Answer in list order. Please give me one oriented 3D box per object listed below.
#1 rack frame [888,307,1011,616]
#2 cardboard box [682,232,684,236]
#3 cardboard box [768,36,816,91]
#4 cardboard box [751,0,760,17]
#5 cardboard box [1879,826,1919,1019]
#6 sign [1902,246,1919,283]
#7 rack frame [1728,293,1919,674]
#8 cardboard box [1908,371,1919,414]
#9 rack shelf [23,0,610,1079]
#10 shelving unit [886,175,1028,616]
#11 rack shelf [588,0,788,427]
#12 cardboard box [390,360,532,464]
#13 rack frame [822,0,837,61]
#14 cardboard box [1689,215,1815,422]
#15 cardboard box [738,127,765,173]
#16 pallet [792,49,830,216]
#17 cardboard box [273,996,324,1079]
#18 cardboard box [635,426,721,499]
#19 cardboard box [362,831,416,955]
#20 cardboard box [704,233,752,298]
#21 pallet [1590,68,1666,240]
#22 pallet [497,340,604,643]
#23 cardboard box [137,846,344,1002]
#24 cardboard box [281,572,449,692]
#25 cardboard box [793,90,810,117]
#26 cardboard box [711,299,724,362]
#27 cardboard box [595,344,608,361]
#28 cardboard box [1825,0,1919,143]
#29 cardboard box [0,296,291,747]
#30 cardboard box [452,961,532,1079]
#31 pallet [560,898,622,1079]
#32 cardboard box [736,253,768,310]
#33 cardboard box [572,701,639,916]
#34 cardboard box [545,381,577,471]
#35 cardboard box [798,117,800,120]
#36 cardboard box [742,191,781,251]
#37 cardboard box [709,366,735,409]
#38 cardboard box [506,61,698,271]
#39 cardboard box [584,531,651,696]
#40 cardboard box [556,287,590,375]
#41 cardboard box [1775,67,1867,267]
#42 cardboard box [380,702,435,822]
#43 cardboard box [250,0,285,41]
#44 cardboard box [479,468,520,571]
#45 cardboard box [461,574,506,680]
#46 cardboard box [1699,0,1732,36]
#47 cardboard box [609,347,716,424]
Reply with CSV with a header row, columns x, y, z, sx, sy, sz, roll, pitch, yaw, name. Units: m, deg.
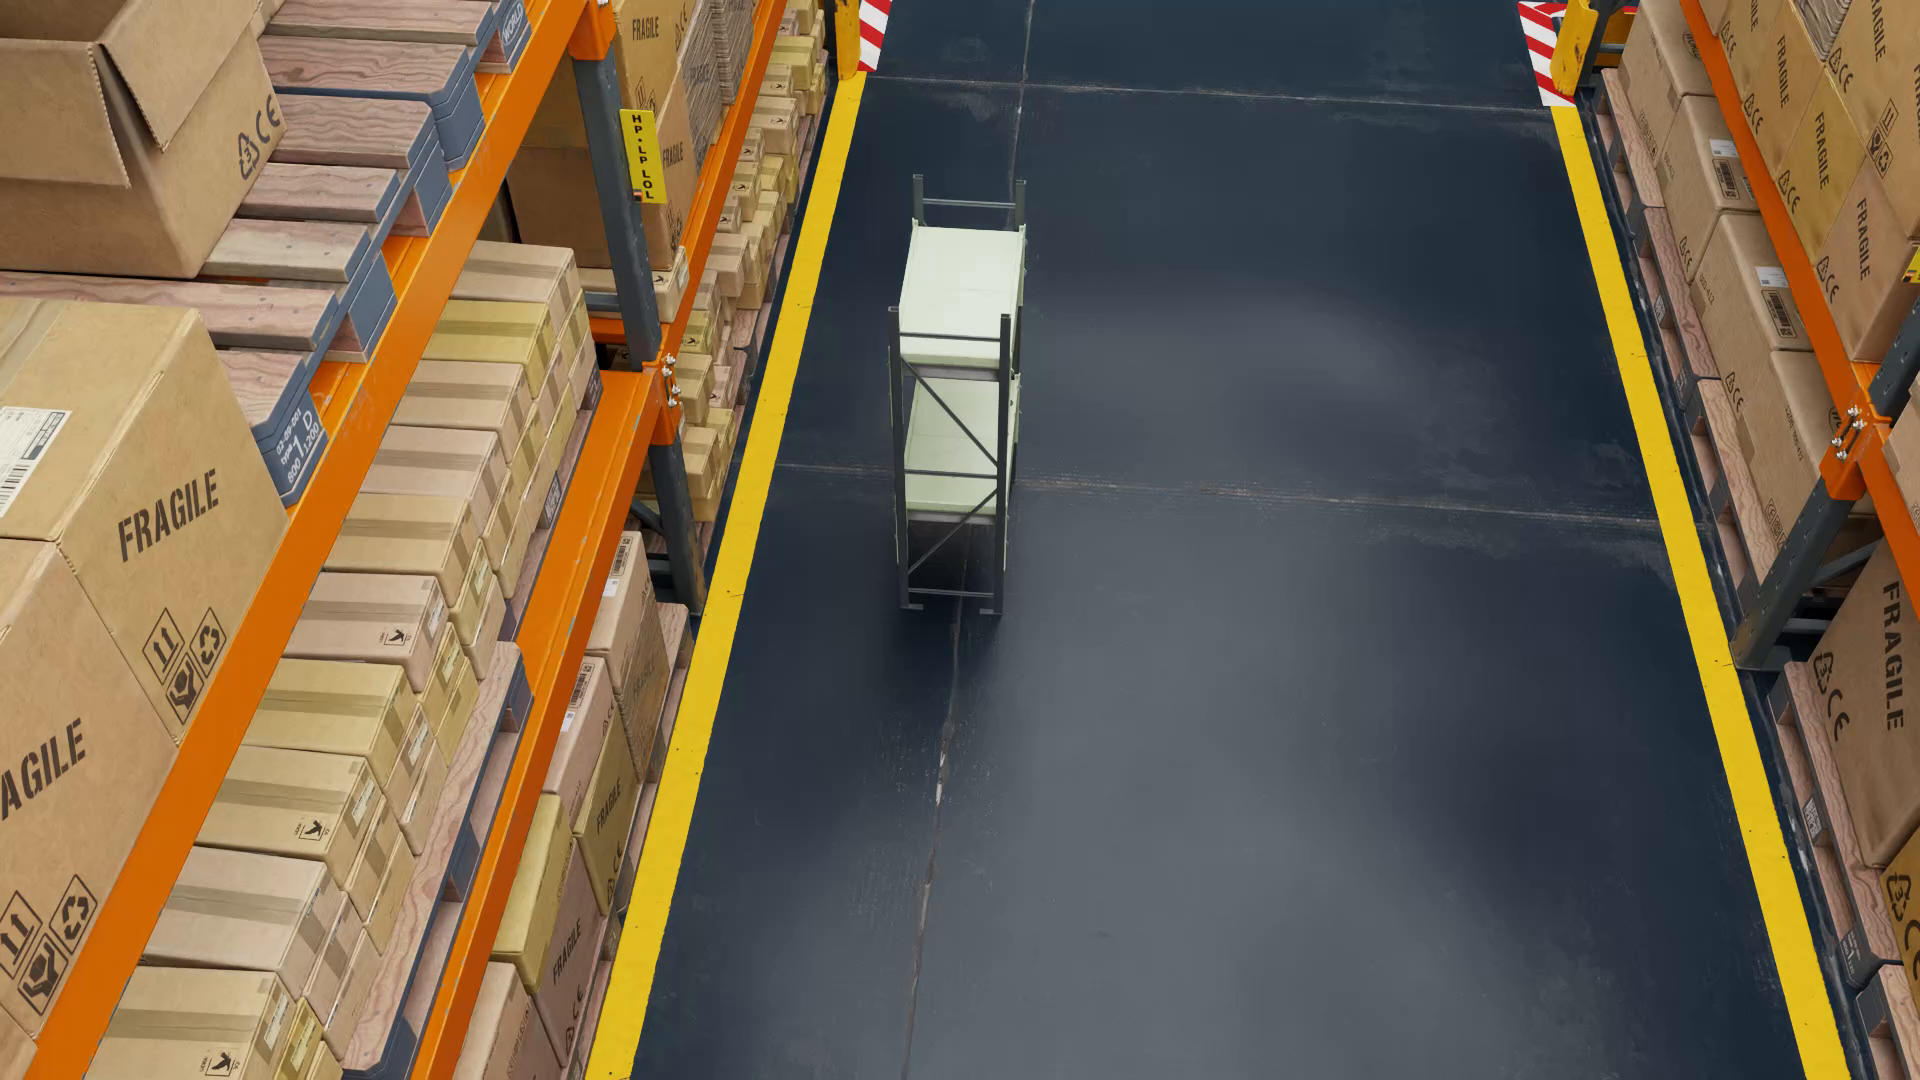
x,y,z,sx,sy,sz,roll,pitch,yaw,name
-0.034,-0.232,5.946,0.400,1.500,0.023,4,48,4,rack frame
-1.198,-1.085,5.880,0.380,0.149,0.250,5,48,5,cardboard box
-0.908,-2.323,8.086,0.380,0.149,0.250,3,48,3,cardboard box
-1.064,-2.398,6.641,0.500,0.500,0.500,6,48,5,cardboard box
3.388,1.170,4.802,0.875,0.875,0.875,5,48,5,cardboard box
2.886,-0.886,4.887,0.100,0.325,0.005,4,48,4,sign
3.439,-0.531,5.203,1.000,3.000,0.127,4,48,4,rack frame
3.118,-0.344,4.795,0.500,0.250,0.500,3,48,2,cardboard box
-1.682,-0.089,3.253,1.077,0.370,4.000,4,48,4,rack shelf
-0.001,-0.501,6.192,0.431,1.500,0.755,4,48,4,shelving unit
-1.317,-2.016,7.049,1.077,0.370,4.000,4,48,4,rack shelf
-1.391,-0.352,4.521,0.380,0.149,0.250,2,48,2,cardboard box
-1.135,-3.729,8.127,1.000,3.000,0.127,4,48,4,rack frame
3.684,-0.920,7.010,0.875,0.438,0.875,3,48,2,cardboard box
-1.098,-1.750,7.562,0.380,0.149,0.250,2,48,2,cardboard box
-1.251,-2.137,8.561,1.003,0.211,1.213,4,48,4,pallet
-1.554,1.070,3.423,0.380,0.149,0.250,4,48,4,cardboard box
-1.148,-0.314,6.450,0.380,0.149,0.250,6,48,5,cardboard box
-1.503,0.804,3.868,0.380,0.149,0.250,4,48,4,cardboard box
-1.098,-1.171,7.033,0.380,0.149,0.250,5,48,4,cardboard box
3.809,-1.936,8.378,1.003,0.211,1.213,4,48,4,pallet
-1.714,-0.173,5.005,1.003,0.211,1.213,4,48,4,pallet
-1.533,0.795,3.473,0.380,0.149,0.250,6,48,5,cardboard box
-1.461,0.219,4.000,0.380,0.149,0.250,2,48,2,cardboard box
-0.944,-2.220,8.193,0.380,0.149,0.250,2,48,2,cardboard box
-1.200,-0.886,6.973,0.380,0.149,0.250,2,48,2,cardboard box
-1.648,-0.897,6.984,0.380,0.149,0.250,4,48,4,cardboard box
3.262,-1.639,5.471,0.500,0.500,0.500,3,48,3,cardboard box
-1.468,-0.033,2.647,0.500,0.500,0.500,4,48,4,cardboard box
-1.456,1.373,4.363,0.500,0.250,0.500,4,48,4,cardboard box
-1.678,1.623,5.122,1.003,0.211,1.213,4,48,4,pallet
-1.068,-1.171,7.436,0.380,0.149,0.250,3,48,2,cardboard box
-1.363,0.850,5.349,0.500,0.500,0.500,3,48,3,cardboard box
-1.361,-0.350,4.923,0.380,0.149,0.250,4,48,4,cardboard box
-1.008,-2.123,8.307,0.380,0.149,0.250,4,48,3,cardboard box
-1.018,-1.447,7.486,0.380,0.149,0.250,4,48,4,cardboard box
-1.151,-0.596,6.910,0.380,0.149,0.250,4,48,3,cardboard box
-1.203,-1.270,5.610,0.500,0.500,0.500,3,48,3,cardboard box
-1.316,0.224,5.414,0.500,0.250,0.500,3,48,2,cardboard box
-1.339,-0.641,4.987,0.380,0.149,0.250,5,48,5,cardboard box
3.268,-1.301,5.839,0.500,0.500,0.500,3,48,3,cardboard box
-1.483,0.506,3.938,0.380,0.149,0.250,5,48,5,cardboard box
-1.789,-1.281,3.632,0.500,0.311,0.500,3,48,3,cardboard box
-1.408,-0.064,4.460,0.380,0.149,0.250,2,48,2,cardboard box
-1.429,0.222,4.400,0.380,0.149,0.250,2,48,2,cardboard box
3.391,-2.424,6.867,0.500,0.500,0.500,4,48,3,cardboard box
-1.178,-0.607,6.517,0.380,0.149,0.250,6,48,5,cardboard box
